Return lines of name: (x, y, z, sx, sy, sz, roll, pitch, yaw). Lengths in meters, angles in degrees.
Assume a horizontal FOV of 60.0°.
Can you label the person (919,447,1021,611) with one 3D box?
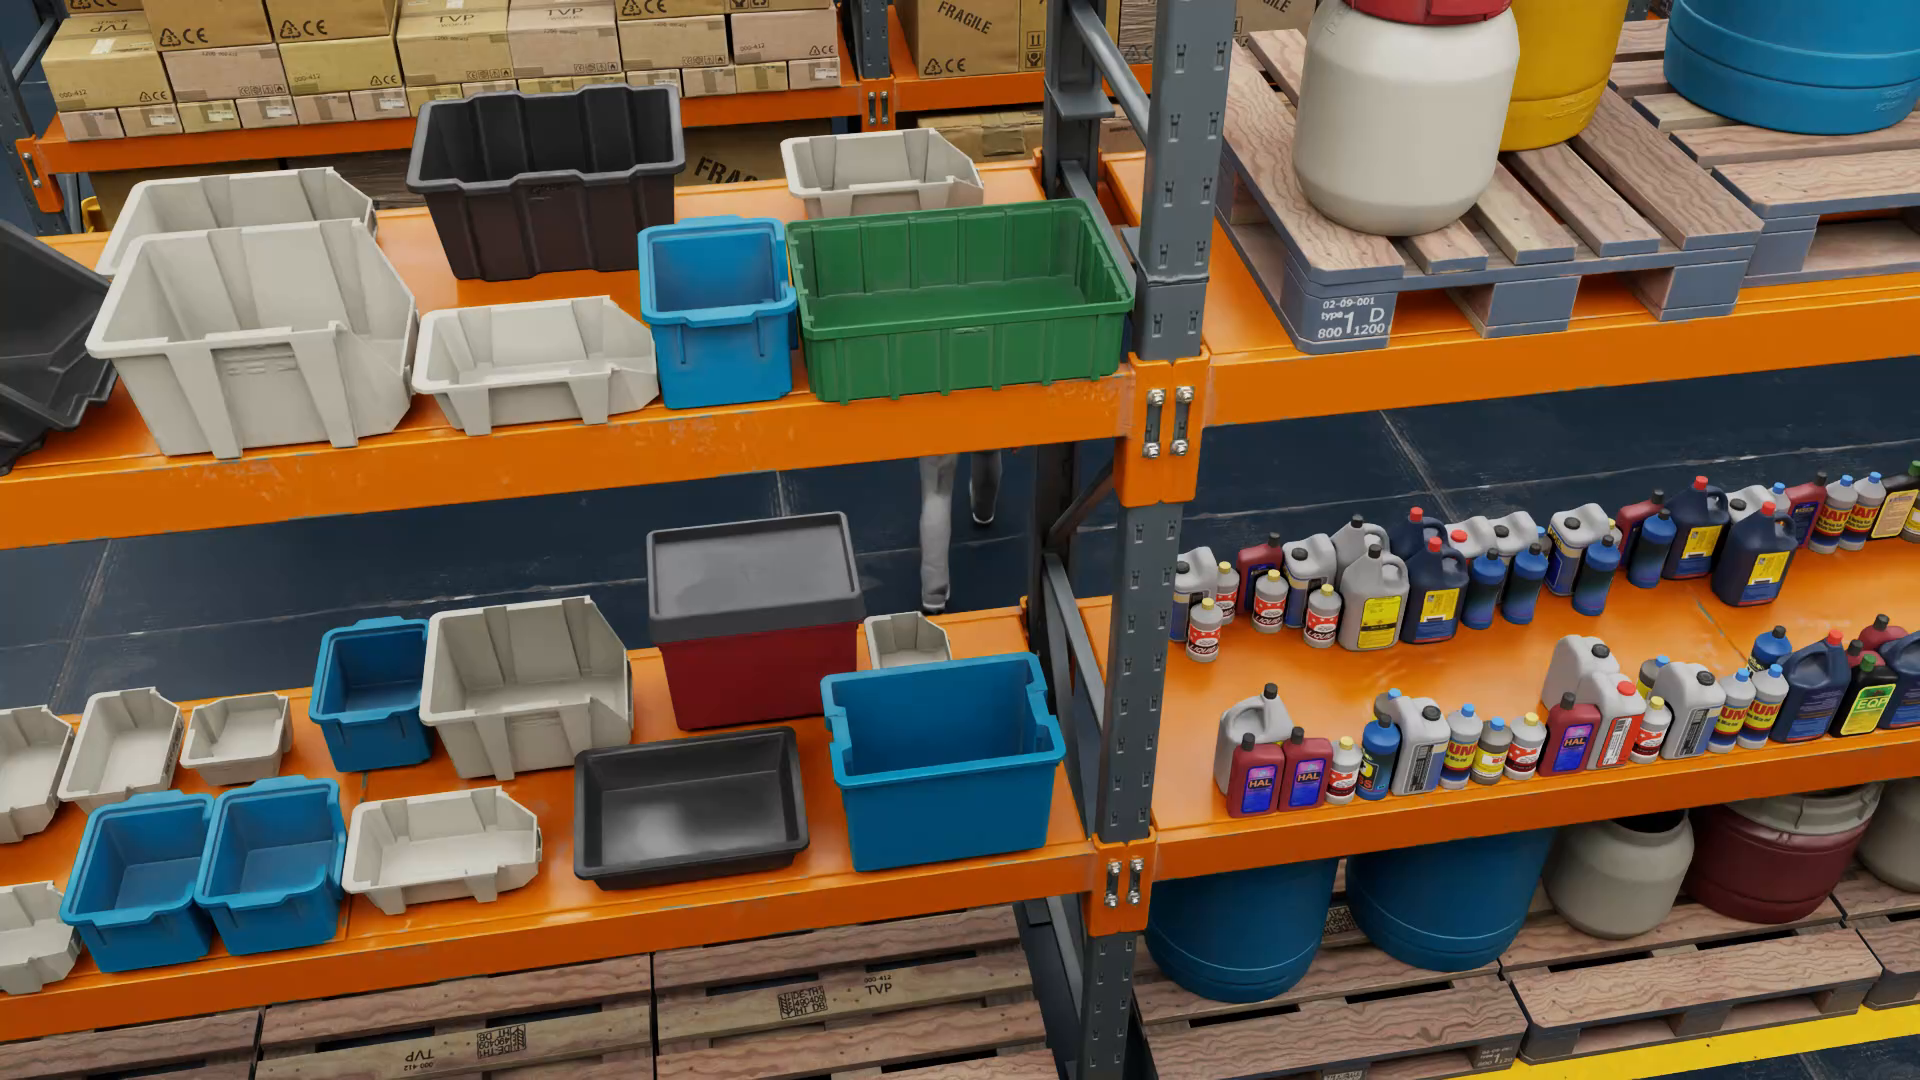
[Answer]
person: (0.025, -0.556, 6.845, 0.465, 1.620, 1.018, -2, 39, -2)
